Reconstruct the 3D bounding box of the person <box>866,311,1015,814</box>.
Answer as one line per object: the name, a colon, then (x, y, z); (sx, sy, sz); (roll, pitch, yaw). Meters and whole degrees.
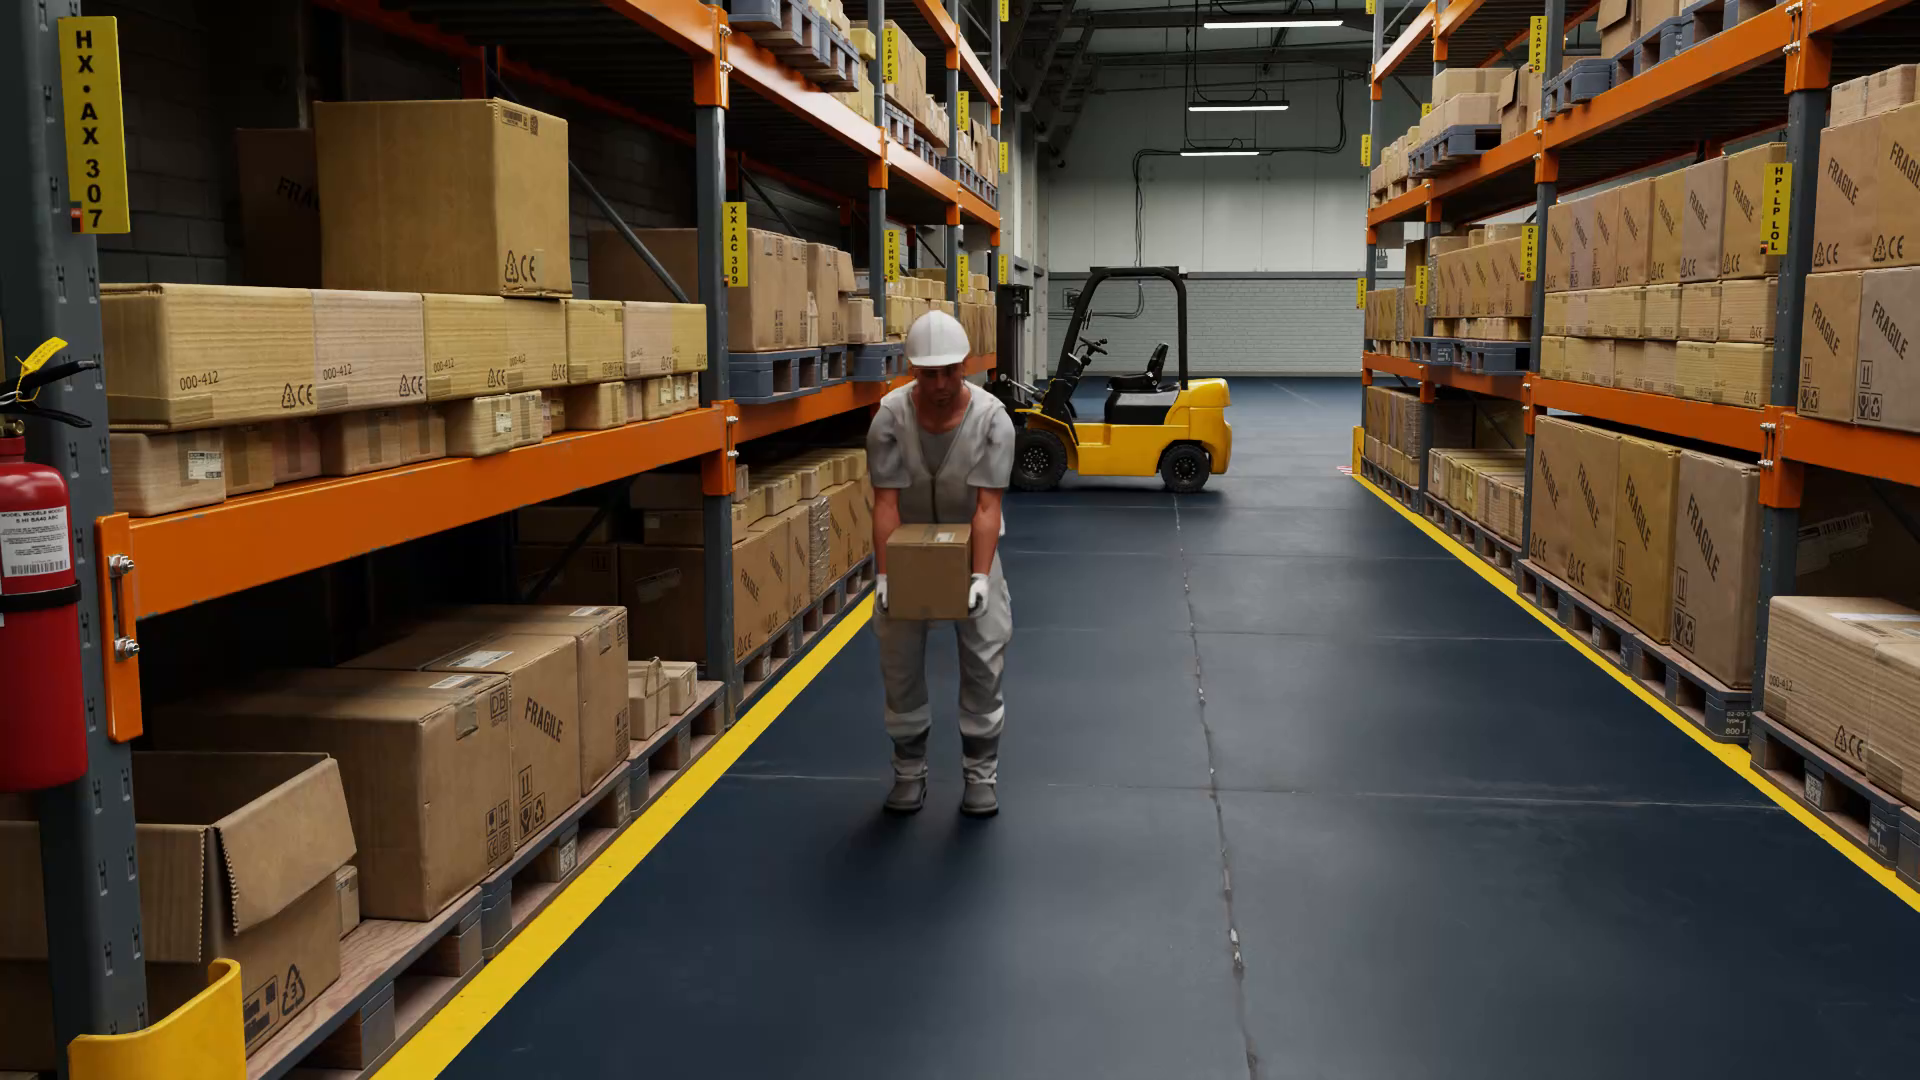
person: (-0.062, 0.092, 5.451); (0.488, 1.669, 0.690); (1, 8, 5)
